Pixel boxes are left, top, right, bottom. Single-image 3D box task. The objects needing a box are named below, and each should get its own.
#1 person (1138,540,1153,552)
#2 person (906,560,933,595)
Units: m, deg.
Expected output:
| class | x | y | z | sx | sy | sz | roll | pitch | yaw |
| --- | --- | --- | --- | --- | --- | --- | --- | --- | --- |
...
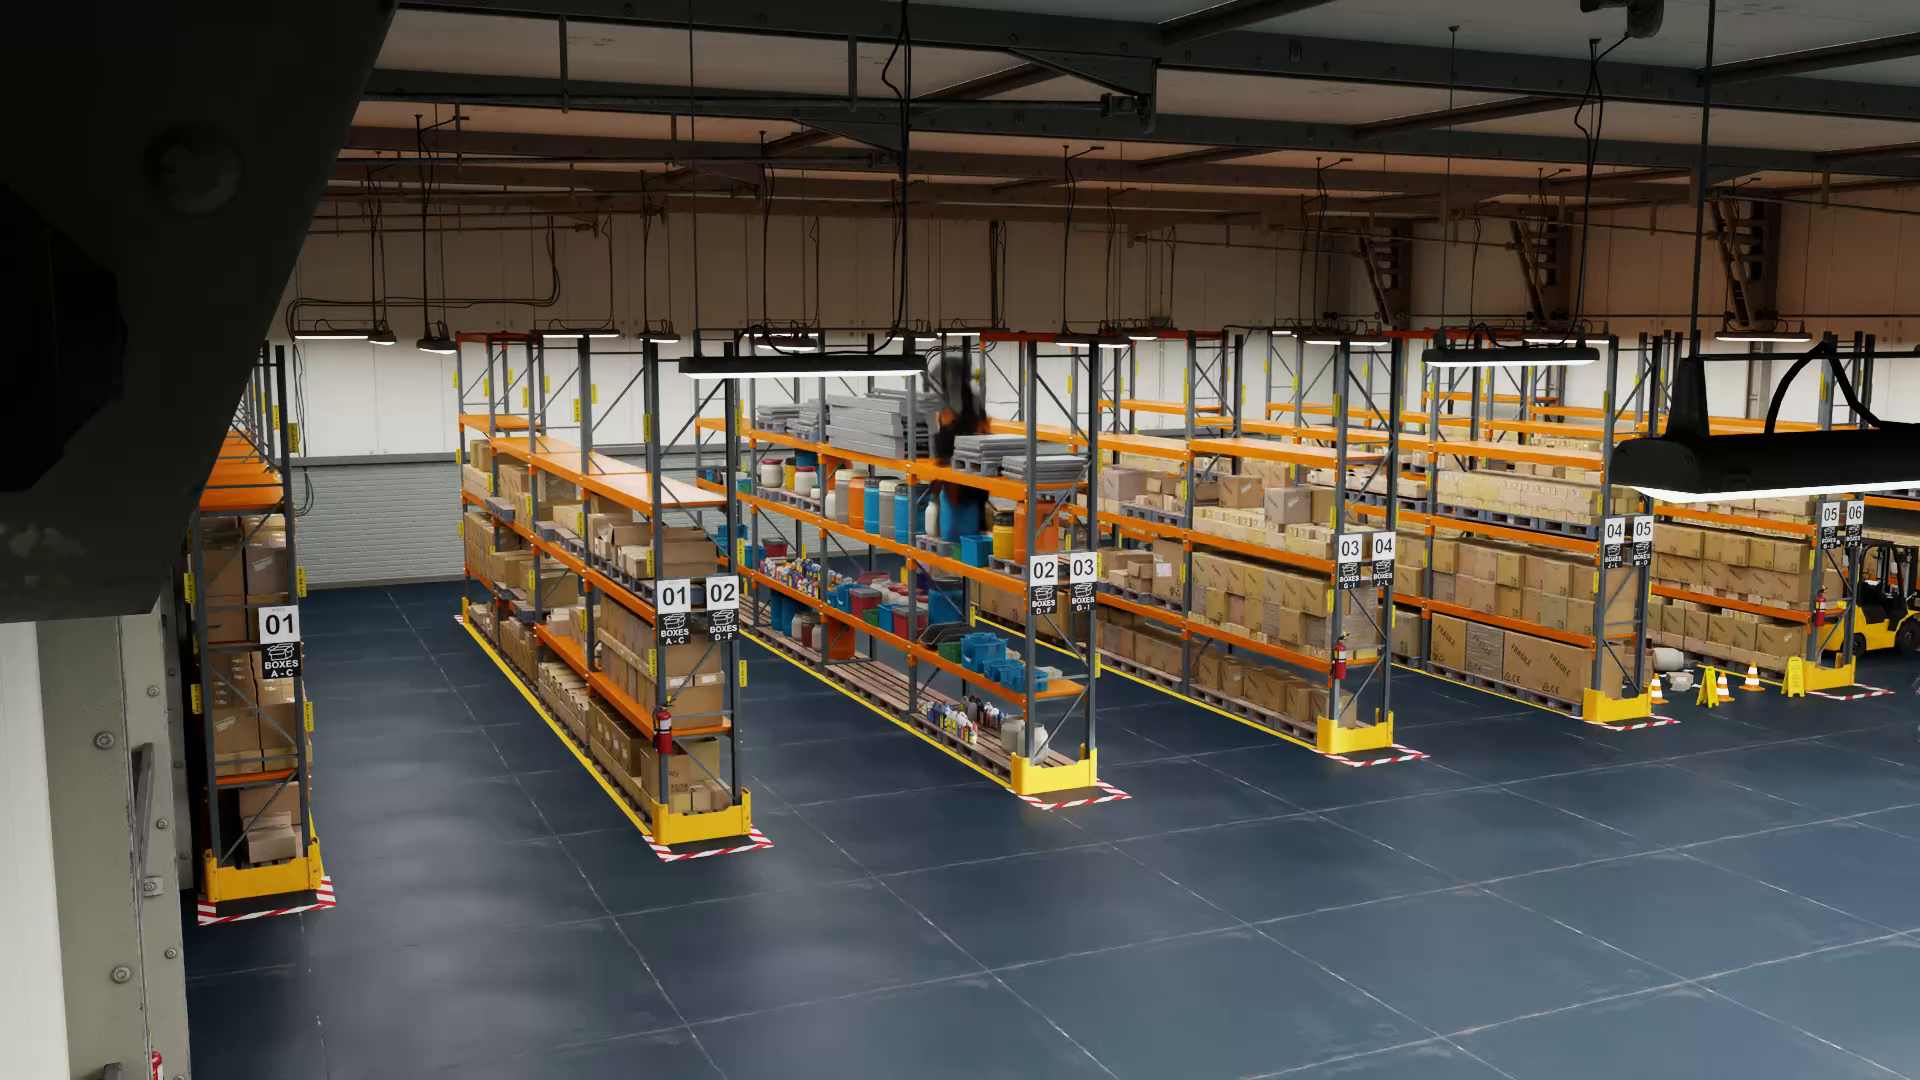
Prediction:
| class | x | y | z | sx | sy | sz | roll | pitch | yaw |
| --- | --- | --- | --- | --- | --- | --- | --- | --- | --- |
| person | 4.708 | -0.100 | 41.749 | 0.858 | 1.649 | 0.611 | 5 | 9 | 34 |
| person | -0.833 | 0.827 | 35.103 | 0.616 | 1.605 | 0.599 | -4 | 9 | -29 |
